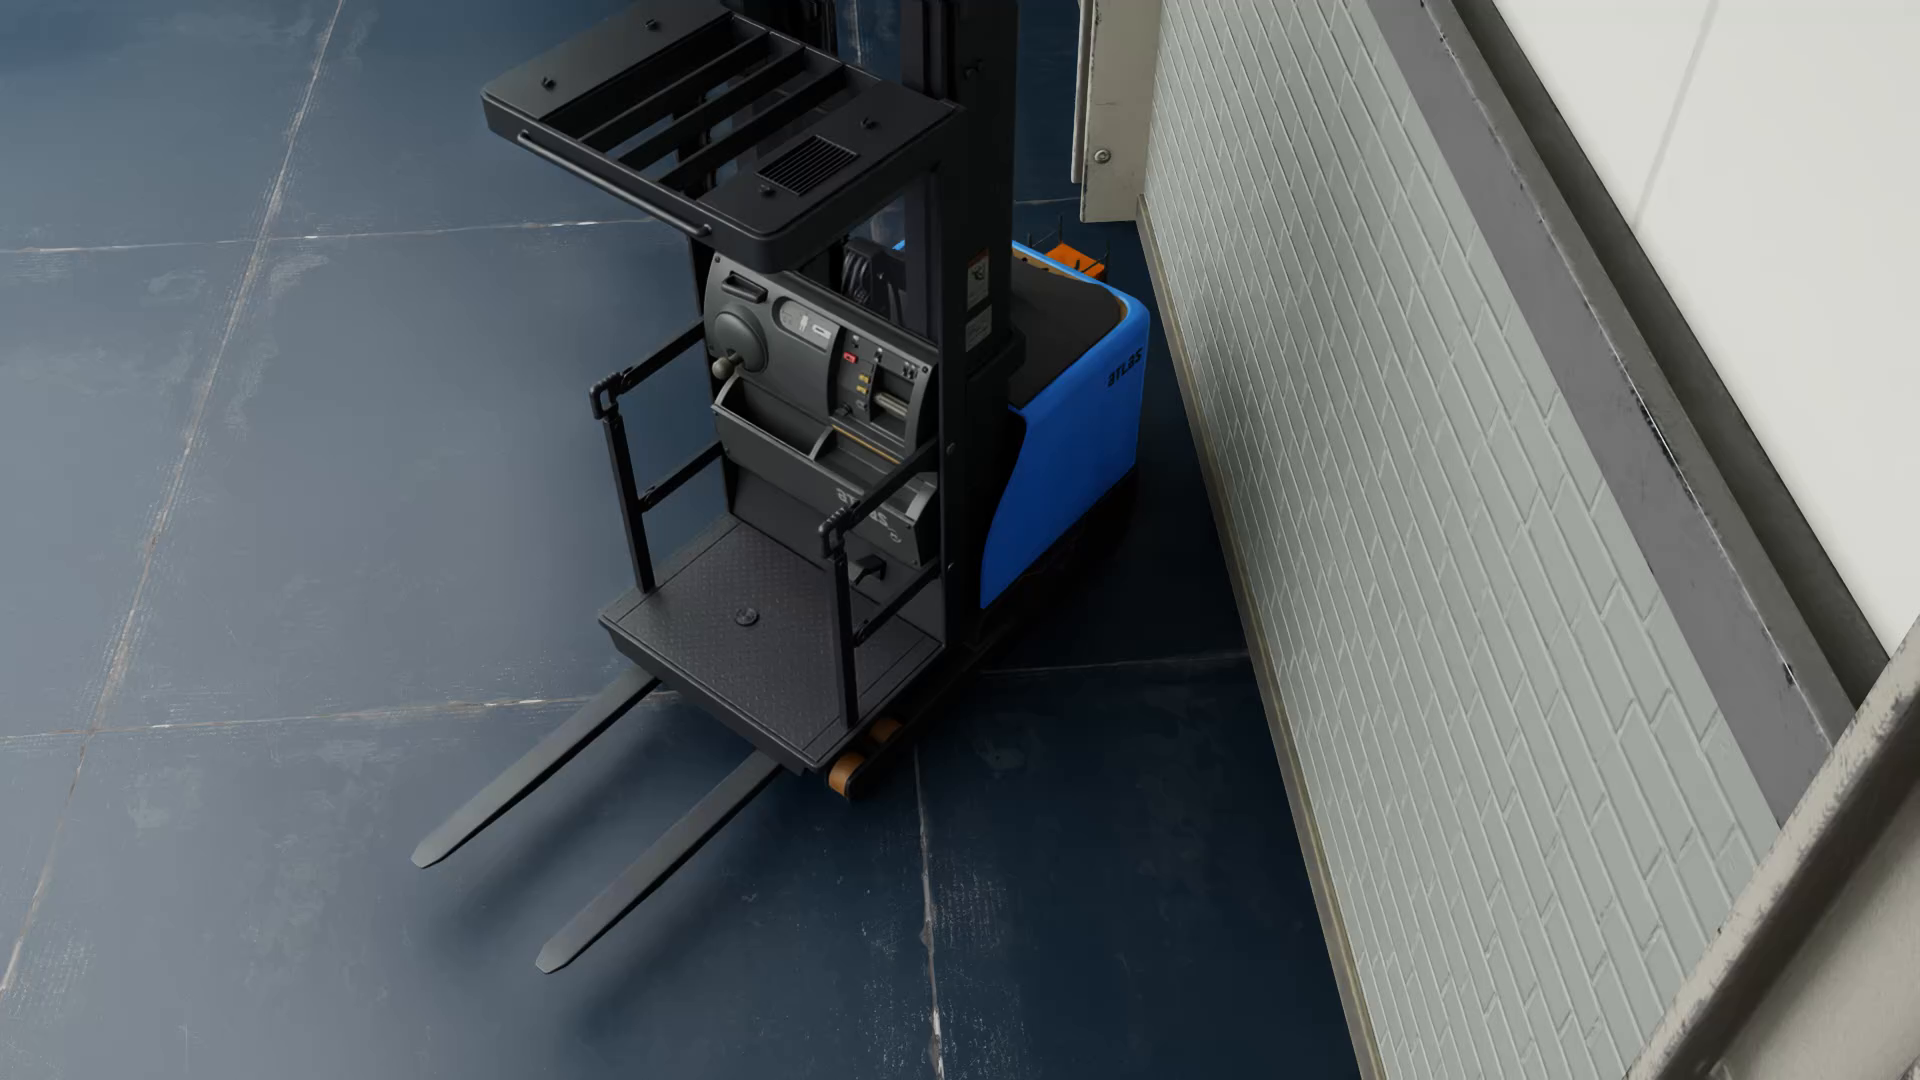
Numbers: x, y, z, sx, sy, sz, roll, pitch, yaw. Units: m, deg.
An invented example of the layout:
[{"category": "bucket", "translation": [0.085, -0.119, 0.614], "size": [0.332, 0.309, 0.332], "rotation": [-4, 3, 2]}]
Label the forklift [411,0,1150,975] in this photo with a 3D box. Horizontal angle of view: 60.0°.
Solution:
[{"category": "forklift", "translation": [-0.597, -0.513, 5.217], "size": [1.130, 2.935, 3.031], "rotation": [30, 54, 25]}]

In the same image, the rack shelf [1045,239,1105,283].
[{"category": "rack shelf", "translation": [0.422, -0.995, 6.593], "size": [0.240, 0.259, 0.215], "rotation": [35, 56, 29]}]

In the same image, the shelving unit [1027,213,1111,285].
[{"category": "shelving unit", "translation": [0.423, -0.807, 6.790], "size": [0.252, 1.050, 0.215], "rotation": [35, 56, 29]}]

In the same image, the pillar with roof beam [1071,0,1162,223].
[{"category": "pillar with roof beam", "translation": [-3.552, -4.558, 4.869], "size": [9.100, 9.000, 0.400], "rotation": [-3, 47, -3]}]

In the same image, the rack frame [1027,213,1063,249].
[{"category": "rack frame", "translation": [0.335, -0.868, 6.849], "size": [0.008, 1.050, 0.200], "rotation": [35, 56, 29]}]

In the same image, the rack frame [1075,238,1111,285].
[{"category": "rack frame", "translation": [0.511, -0.746, 6.732], "size": [0.008, 1.050, 0.200], "rotation": [35, 56, 29]}]
